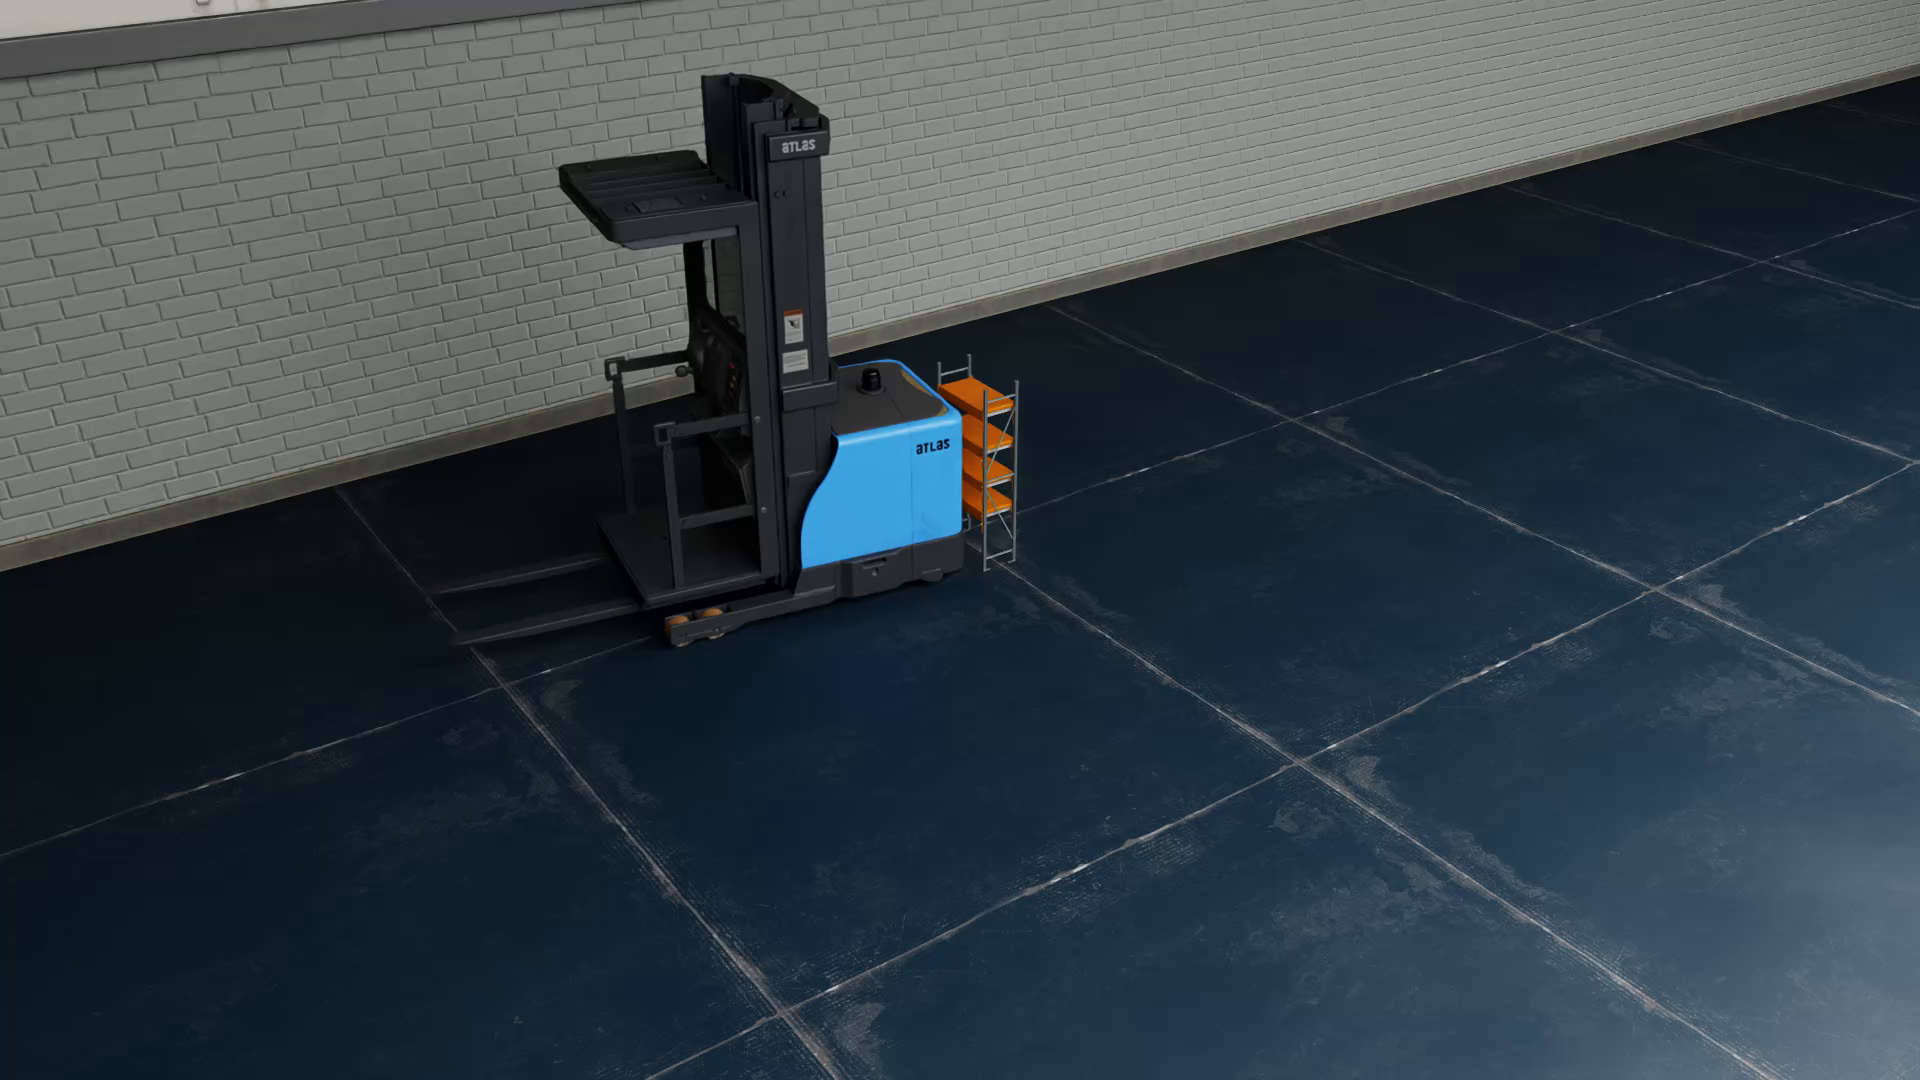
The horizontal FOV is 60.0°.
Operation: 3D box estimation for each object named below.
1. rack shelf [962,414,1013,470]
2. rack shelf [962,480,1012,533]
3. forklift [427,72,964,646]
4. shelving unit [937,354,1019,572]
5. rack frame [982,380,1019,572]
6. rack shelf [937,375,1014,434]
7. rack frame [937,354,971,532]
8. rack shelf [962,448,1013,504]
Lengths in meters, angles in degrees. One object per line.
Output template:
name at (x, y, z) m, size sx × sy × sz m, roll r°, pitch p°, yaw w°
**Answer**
rack shelf at (0.101, -0.602, 10.000) m, size 0.258 × 0.148 × 0.480 m, roll -18°, pitch 33°, yaw -29°
rack shelf at (0.101, -0.231, 10.202) m, size 0.258 × 0.148 × 0.480 m, roll -18°, pitch 33°, yaw -29°
forklift at (-1.532, -0.977, 9.205) m, size 3.031 × 2.935 × 1.130 m, roll -13°, pitch 31°, yaw -22°
shelving unit at (0.101, -0.465, 10.075) m, size 0.258 × 1.200 × 0.503 m, roll -18°, pitch 33°, yaw -29°
rack frame at (0.238, -0.368, 9.897) m, size 0.240 × 1.200 × 0.015 m, roll -18°, pitch 33°, yaw -29°
rack shelf at (0.101, -0.810, 9.887) m, size 0.258 × 0.148 × 0.480 m, roll -18°, pitch 33°, yaw -29°
rack frame at (-0.035, -0.561, 10.253) m, size 0.240 × 1.200 × 0.015 m, roll -18°, pitch 33°, yaw -29°
rack shelf at (0.101, -0.405, 10.107) m, size 0.258 × 0.148 × 0.480 m, roll -18°, pitch 33°, yaw -29°
